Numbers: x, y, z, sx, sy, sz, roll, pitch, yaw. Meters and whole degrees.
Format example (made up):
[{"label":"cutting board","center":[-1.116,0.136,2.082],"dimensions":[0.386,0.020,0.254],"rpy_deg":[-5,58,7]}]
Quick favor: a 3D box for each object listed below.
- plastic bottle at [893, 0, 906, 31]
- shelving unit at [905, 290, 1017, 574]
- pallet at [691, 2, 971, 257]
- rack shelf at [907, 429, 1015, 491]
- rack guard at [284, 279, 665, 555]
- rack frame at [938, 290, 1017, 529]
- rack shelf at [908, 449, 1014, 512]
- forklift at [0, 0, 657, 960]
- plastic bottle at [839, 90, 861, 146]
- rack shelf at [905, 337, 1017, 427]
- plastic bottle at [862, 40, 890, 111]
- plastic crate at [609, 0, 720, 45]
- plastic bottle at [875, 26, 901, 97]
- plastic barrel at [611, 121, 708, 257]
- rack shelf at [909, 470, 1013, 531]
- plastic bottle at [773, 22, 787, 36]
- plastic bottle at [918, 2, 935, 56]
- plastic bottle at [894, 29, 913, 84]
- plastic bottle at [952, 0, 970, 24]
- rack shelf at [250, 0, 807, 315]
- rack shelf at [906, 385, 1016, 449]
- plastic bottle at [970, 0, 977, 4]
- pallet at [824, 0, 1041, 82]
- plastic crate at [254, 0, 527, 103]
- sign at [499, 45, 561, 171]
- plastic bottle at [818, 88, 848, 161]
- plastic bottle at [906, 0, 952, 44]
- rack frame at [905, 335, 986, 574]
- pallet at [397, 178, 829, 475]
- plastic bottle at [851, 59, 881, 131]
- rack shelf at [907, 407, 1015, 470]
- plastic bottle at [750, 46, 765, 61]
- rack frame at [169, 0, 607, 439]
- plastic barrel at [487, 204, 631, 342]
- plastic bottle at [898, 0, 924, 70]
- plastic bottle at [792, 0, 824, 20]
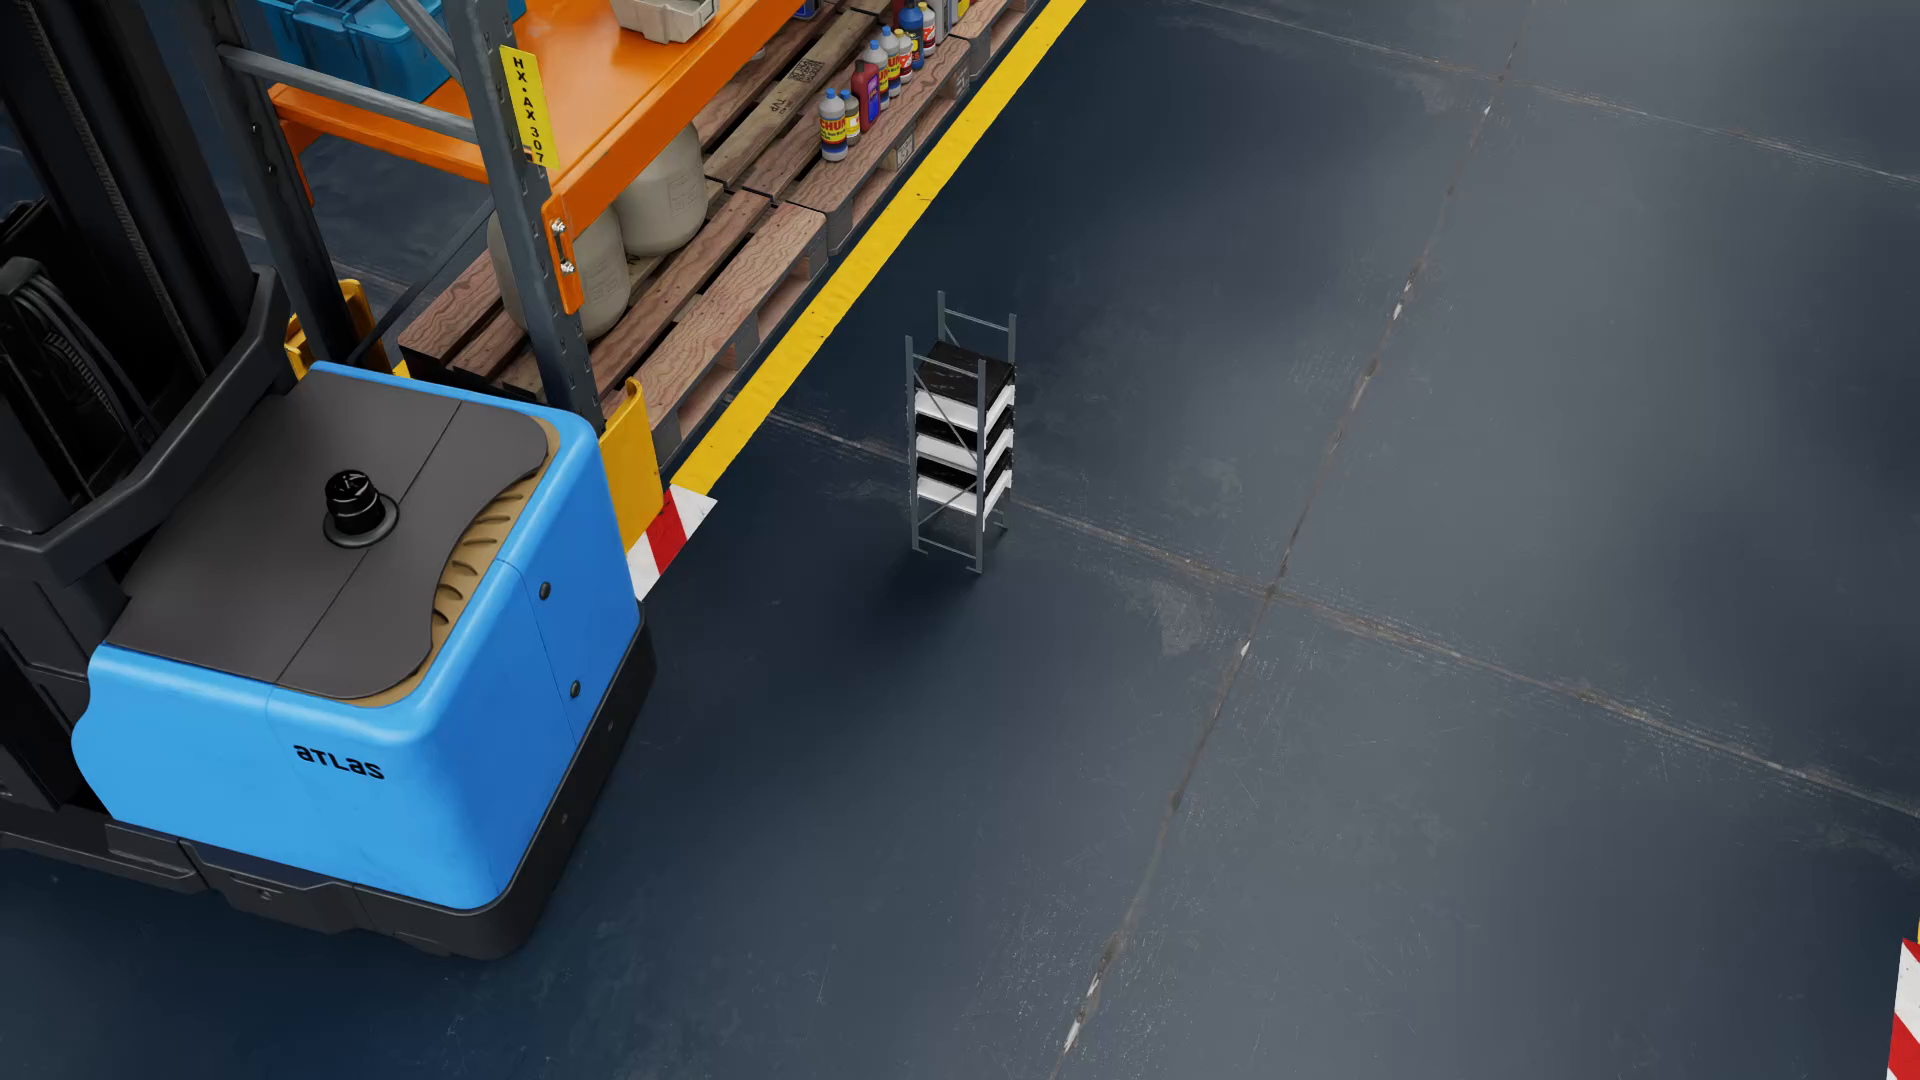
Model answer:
[{"label":"plastic bottle","center":[-0.217,-2.170,6.622],"dimensions":[0.061,0.283,0.133],"rpy_deg":[20,52,16]},{"label":"shelving unit","center":[0.003,-0.297,4.912],"dimensions":[0.258,0.900,0.210],"rpy_deg":[20,52,16]},{"label":"pallet","center":[-0.657,-1.680,6.541],"dimensions":[1.003,0.211,1.213],"rpy_deg":[20,52,16]},{"label":"rack shelf","center":[0.003,-0.276,4.937],"dimensions":[0.258,0.077,0.200],"rpy_deg":[20,52,16]},{"label":"rack guard","center":[-1.532,-0.379,5.244],"dimensions":[1.175,0.500,0.348],"rpy_deg":[20,52,16]},{"label":"rack frame","center":[0.047,-0.367,4.972],"dimensions":[0.240,0.900,0.006],"rpy_deg":[20,52,16]},{"label":"rack shelf","center":[0.003,-0.217,5.006],"dimensions":[0.258,0.077,0.200],"rpy_deg":[20,52,16]},{"label":"forklift","center":[-2.457,-0.504,3.754],"dimensions":[3.031,2.935,1.130],"rpy_deg":[12,51,10]},{"label":"plastic bottle","center":[-0.421,-1.576,6.170],"dimensions":[0.097,0.201,0.097],"rpy_deg":[0,50,0]},{"label":"rack shelf","center":[0.003,-0.451,4.732],"dimensions":[0.258,0.077,0.200],"rpy_deg":[20,52,16]},{"label":"plastic bottle","center":[-0.319,-1.763,6.283],"dimensions":[0.097,0.271,0.097],"rpy_deg":[0,50,0]},{"label":"plastic crate","center":[-0.849,-1.548,4.770],"dimensions":[0.298,0.136,0.250],"rpy_deg":[20,52,16]},{"label":"plastic bottle","center":[-0.276,-1.832,6.342],"dimensions":[0.097,0.271,0.097],"rpy_deg":[0,50,0]},{"label":"plastic barrel","center":[-1.096,-1.275,5.723],"dimensions":[0.421,0.512,0.421],"rpy_deg":[0,50,0]},{"label":"rack shelf","center":[0.003,-0.159,5.075],"dimensions":[0.258,0.077,0.200],"rpy_deg":[20,52,16]},{"label":"plastic bottle","center":[-0.747,-2.131,6.642],"dimensions":[0.097,0.201,0.097],"rpy_deg":[0,50,0]},{"label":"plastic bottle","center":[-0.146,-2.019,6.547],"dimensions":[0.097,0.201,0.097],"rpy_deg":[0,50,0]},{"label":"plastic bottle","center":[-0.234,-1.877,6.427],"dimensions":[0.097,0.201,0.097],"rpy_deg":[0,50,0]},{"label":"plastic bottle","center":[-0.047,-2.268,6.661],"dimensions":[0.144,0.351,0.185],"rpy_deg":[19,52,16]},{"label":"rack shelf","center":[-0.667,-2.266,5.681],"dimensions":[1.077,0.370,4.000],"rpy_deg":[20,52,16]},{"label":"rack shelf","center":[0.003,-0.392,4.800],"dimensions":[0.258,0.077,0.200],"rpy_deg":[20,52,16]},{"label":"plastic bottle","center":[0.059,-2.343,6.769],"dimensions":[0.061,0.283,0.133],"rpy_deg":[23,53,18]},{"label":"pallet","center":[-0.138,-2.523,7.259],"dimensions":[1.003,0.211,1.213],"rpy_deg":[20,52,16]},{"label":"plastic crate","center":[-1.578,-1.515,4.668],"dimensions":[0.499,0.251,0.616],"rpy_deg":[20,52,16]},{"label":"sign","center":[-1.026,-1.029,3.975],"dimensions":[0.100,0.325,0.005],"rpy_deg":[20,52,16]},{"label":"plastic bottle","center":[-0.465,-1.527,6.082],"dimensions":[0.097,0.271,0.097],"rpy_deg":[0,50,0]},{"label":"plastic bottle","center":[-0.120,-2.133,6.595],"dimensions":[0.152,0.276,0.135],"rpy_deg":[21,53,17]},{"label":"rack frame","center":[-0.040,-0.227,4.852],"dimensions":[0.240,0.900,0.006],"rpy_deg":[20,52,16]},{"label":"pallet","center":[-1.180,-0.843,5.829],"dimensions":[1.003,0.211,1.213],"rpy_deg":[20,52,16]},{"label":"plastic bottle","center":[-0.352,-1.681,6.205],"dimensions":[0.061,0.283,0.133],"rpy_deg":[21,53,17]},{"label":"rack shelf","center":[0.003,-0.334,4.869],"dimensions":[0.258,0.077,0.200],"rpy_deg":[20,52,16]},{"label":"plastic bottle","center":[-0.821,-1.997,6.528],"dimensions":[0.097,0.201,0.097],"rpy_deg":[0,50,0]},{"label":"rack frame","center":[-1.522,-1.122,4.235],"dimensions":[1.000,3.000,0.127],"rpy_deg":[20,52,16]},{"label":"plastic barrel","center":[-1.310,-0.929,5.429],"dimensions":[0.421,0.512,0.421],"rpy_deg":[0,50,0]},{"label":"plastic bottle","center":[-0.190,-1.971,6.461],"dimensions":[0.097,0.271,0.097],"rpy_deg":[0,50,0]},{"label":"plastic bottle","center":[-0.651,-2.261,6.704],"dimensions":[0.152,0.276,0.135],"rpy_deg":[20,52,16]}]
